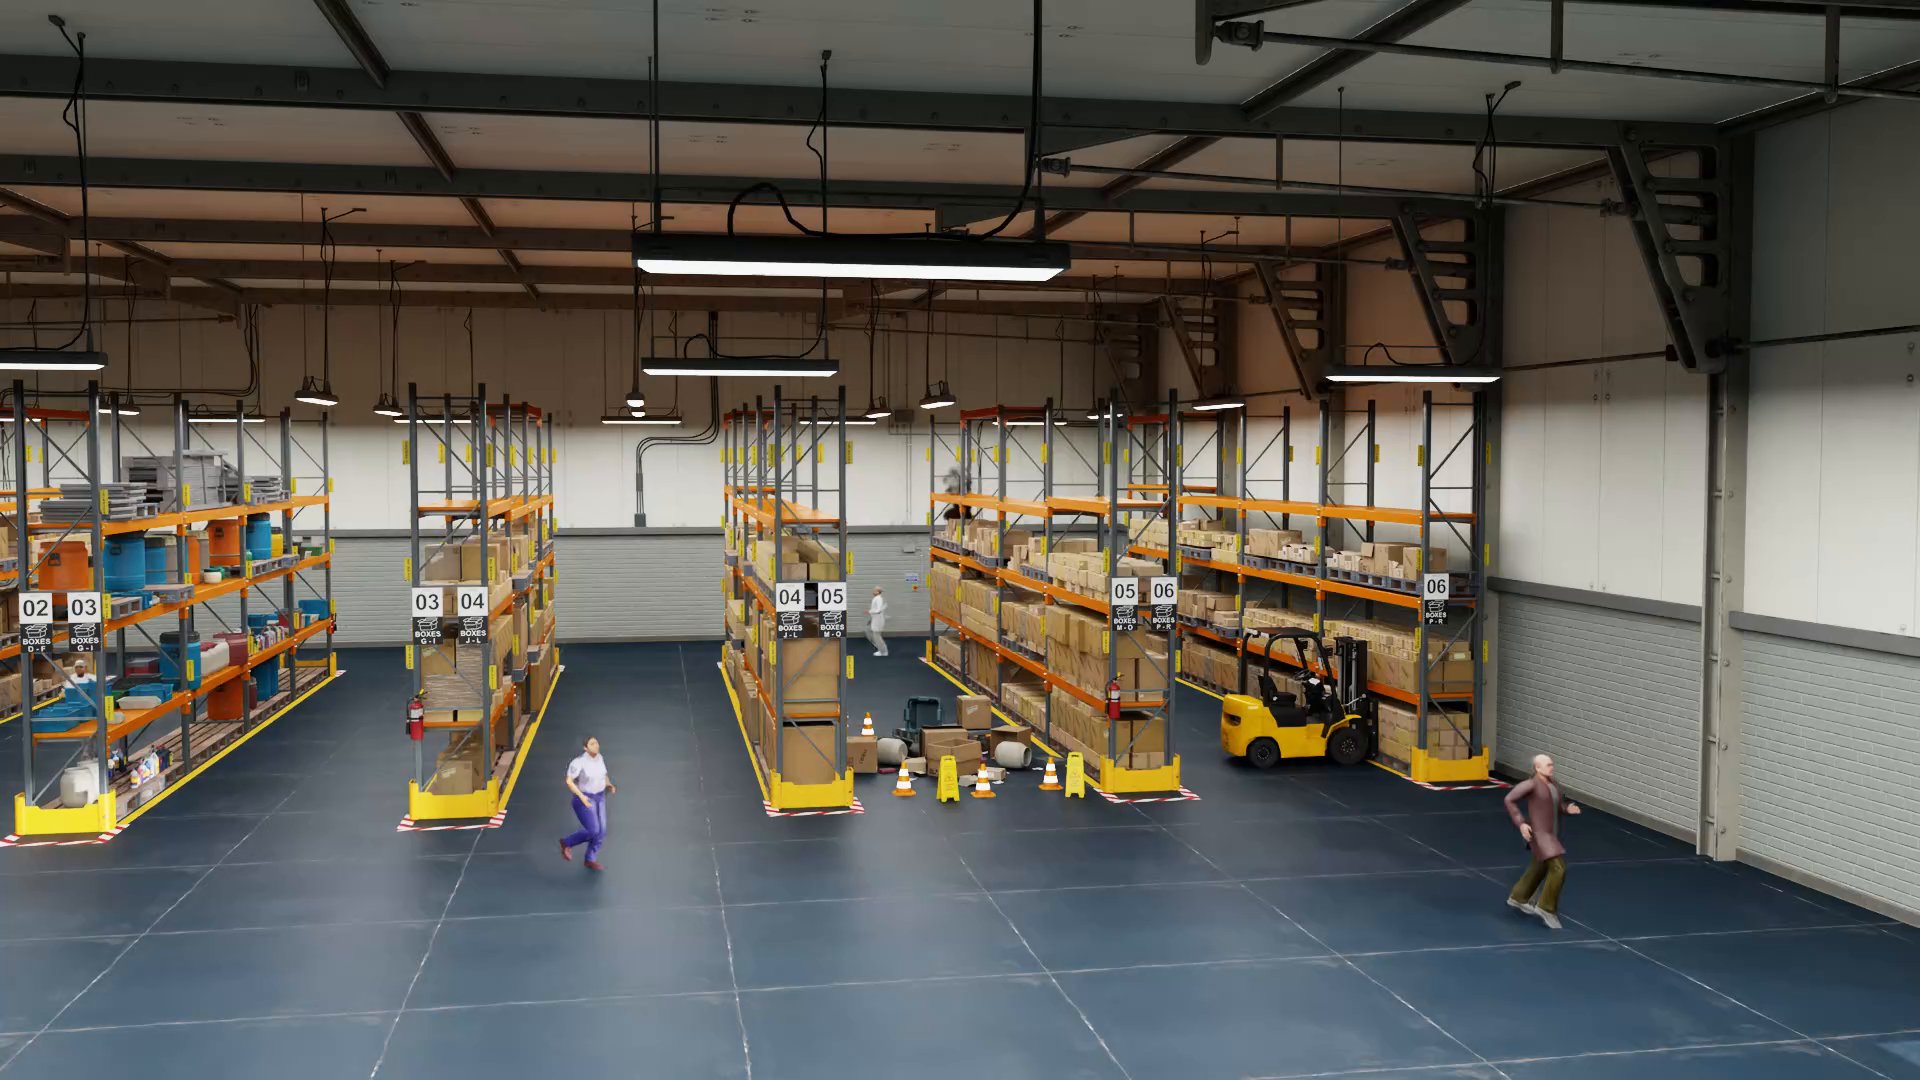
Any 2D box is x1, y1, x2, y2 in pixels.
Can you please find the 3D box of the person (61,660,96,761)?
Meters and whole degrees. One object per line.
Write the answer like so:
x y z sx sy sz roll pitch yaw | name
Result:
-14.319 2.806 27.127 0.590 1.713 0.760 0 3 -9 | person

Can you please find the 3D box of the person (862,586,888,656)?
-2.128 2.028 41.553 0.666 1.764 0.710 0 3 -8 | person

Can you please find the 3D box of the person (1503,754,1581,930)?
6.240 3.215 17.782 0.799 1.842 0.668 3 4 44 | person

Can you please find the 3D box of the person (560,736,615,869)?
-4.520 3.183 20.237 0.597 1.619 0.582 2 3 30 | person
